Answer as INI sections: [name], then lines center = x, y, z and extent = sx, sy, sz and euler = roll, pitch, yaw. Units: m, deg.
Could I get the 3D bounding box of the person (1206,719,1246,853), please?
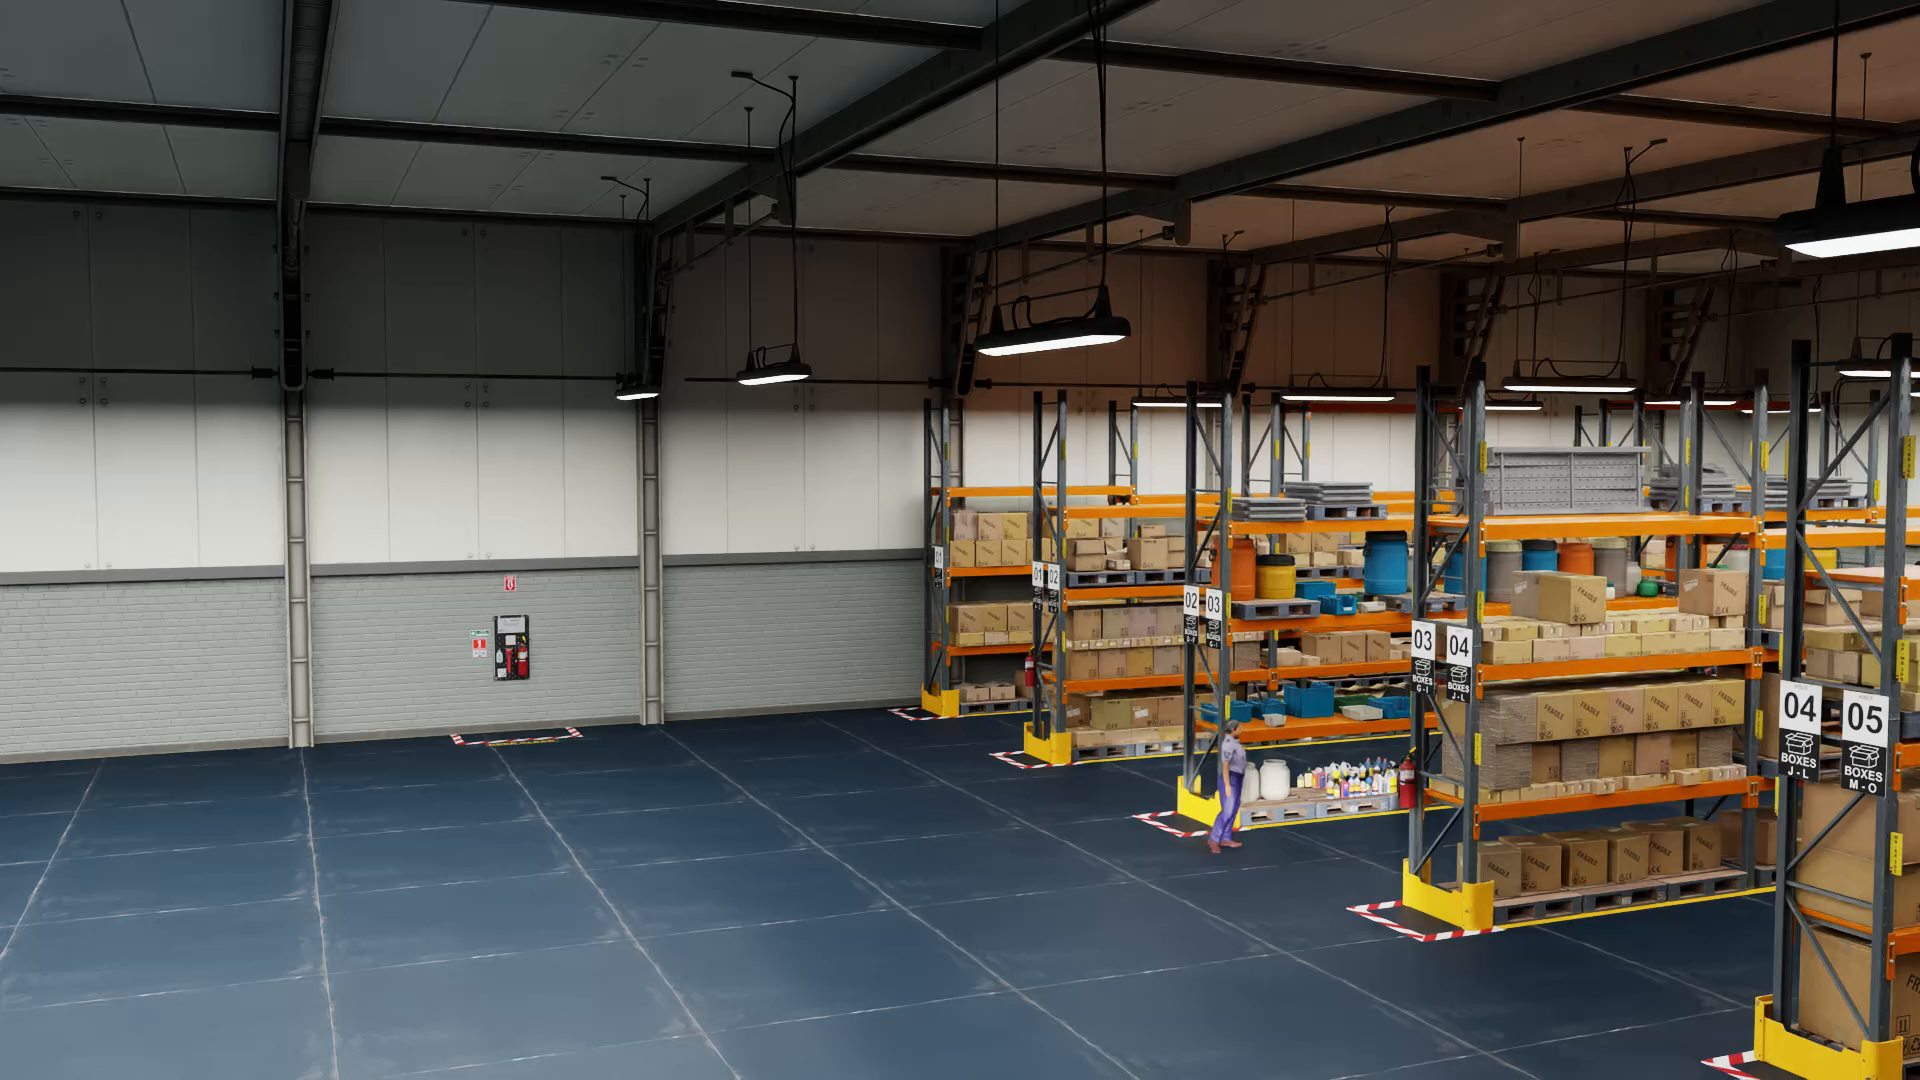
[person]
center = 3.388, 3.130, 21.146
extent = 0.466, 1.660, 0.604
euler = 1, 3, 16
